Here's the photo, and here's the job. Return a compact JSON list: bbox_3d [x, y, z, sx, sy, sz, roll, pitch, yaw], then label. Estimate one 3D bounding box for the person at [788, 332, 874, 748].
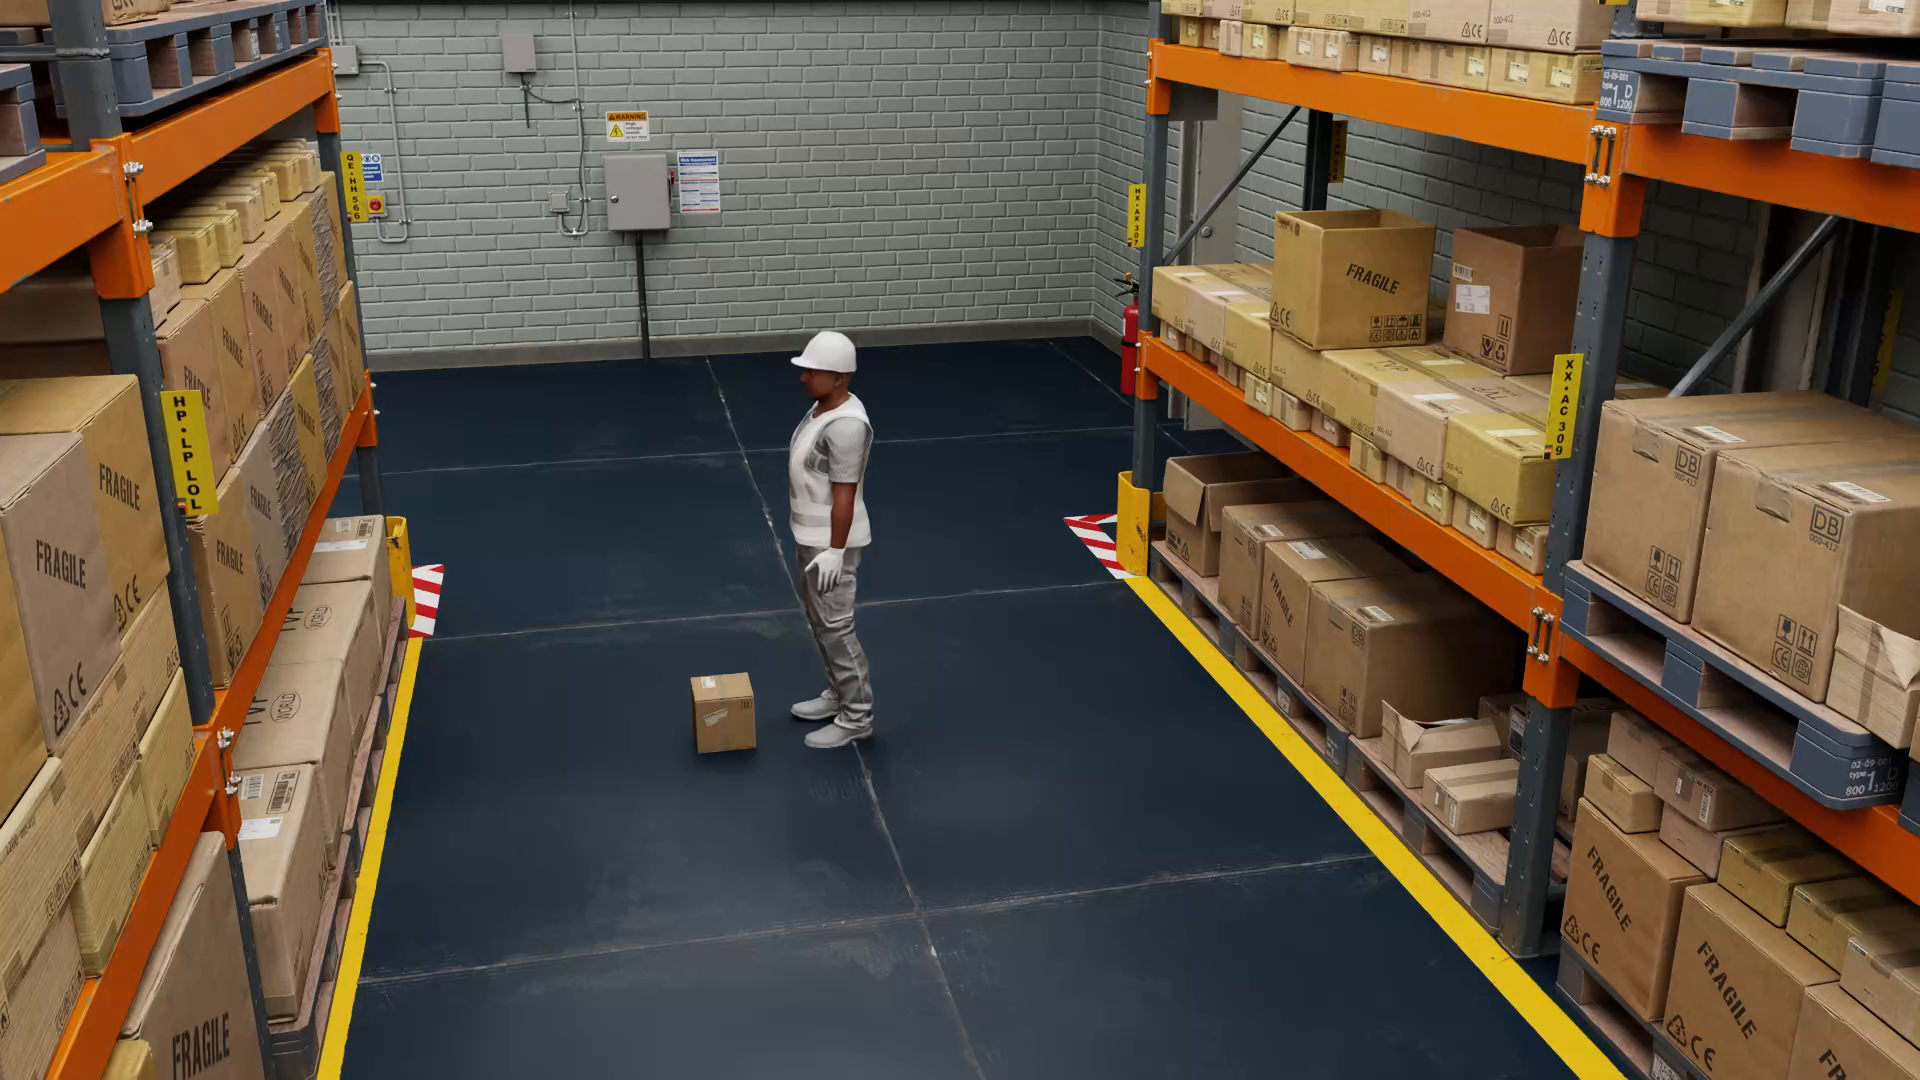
[{"bbox_3d":[-0.552,0.000,7.059,0.361,1.790,0.545,-4,20,-11],"label":"person"}]
